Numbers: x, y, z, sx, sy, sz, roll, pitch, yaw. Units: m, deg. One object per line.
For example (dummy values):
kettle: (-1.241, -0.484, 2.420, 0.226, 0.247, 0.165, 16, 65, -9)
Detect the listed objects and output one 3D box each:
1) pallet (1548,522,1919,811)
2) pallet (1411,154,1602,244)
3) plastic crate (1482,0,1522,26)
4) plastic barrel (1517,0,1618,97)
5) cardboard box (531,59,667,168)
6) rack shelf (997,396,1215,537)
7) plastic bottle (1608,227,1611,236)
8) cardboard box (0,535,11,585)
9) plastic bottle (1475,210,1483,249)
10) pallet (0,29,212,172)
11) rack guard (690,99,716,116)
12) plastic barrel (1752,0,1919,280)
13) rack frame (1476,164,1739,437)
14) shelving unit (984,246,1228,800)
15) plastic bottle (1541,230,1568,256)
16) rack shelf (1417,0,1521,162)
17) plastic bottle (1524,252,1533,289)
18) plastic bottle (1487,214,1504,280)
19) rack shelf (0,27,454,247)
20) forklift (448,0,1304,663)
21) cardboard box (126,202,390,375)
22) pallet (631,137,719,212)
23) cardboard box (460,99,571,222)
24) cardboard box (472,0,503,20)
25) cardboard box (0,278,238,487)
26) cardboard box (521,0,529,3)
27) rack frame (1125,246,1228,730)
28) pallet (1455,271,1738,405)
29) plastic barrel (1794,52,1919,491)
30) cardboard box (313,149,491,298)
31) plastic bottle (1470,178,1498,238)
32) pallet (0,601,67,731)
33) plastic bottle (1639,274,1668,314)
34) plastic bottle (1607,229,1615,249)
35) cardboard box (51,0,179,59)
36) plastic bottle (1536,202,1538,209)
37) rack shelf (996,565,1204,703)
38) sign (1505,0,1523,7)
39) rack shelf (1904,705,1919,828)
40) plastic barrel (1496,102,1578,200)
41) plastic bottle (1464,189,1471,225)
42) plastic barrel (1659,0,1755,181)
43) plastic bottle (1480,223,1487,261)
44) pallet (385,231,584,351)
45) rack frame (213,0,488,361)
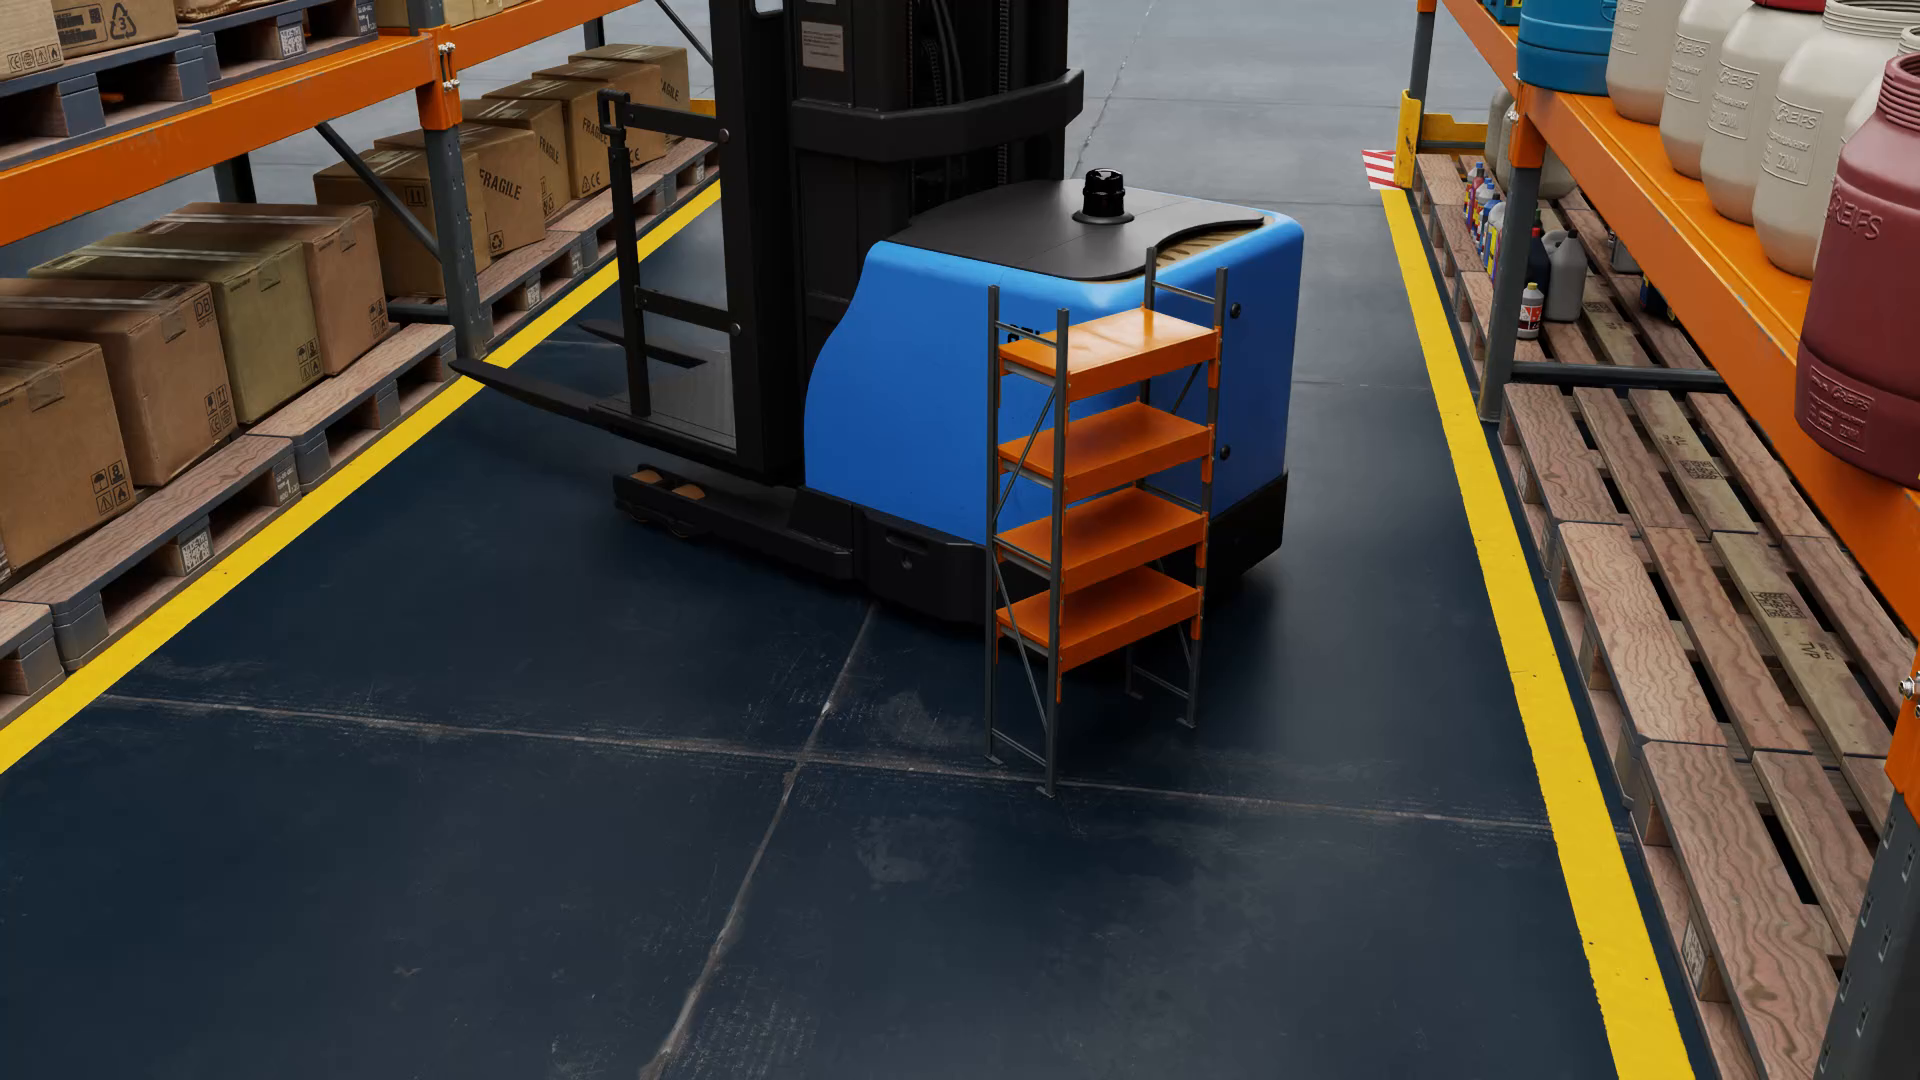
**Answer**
pallet: (2.146, 0.325, 4.306, 1.003, 0.211, 1.213, 4, 25, 9)
pallet: (2.983, -1.816, 8.880, 1.003, 0.211, 1.213, 4, 25, 9)
plastic crate: (2.346, -2.195, 6.576, 0.499, 0.251, 0.616, 4, 25, 9)
plastic barrel: (2.071, -1.867, 5.109, 0.600, 0.901, 0.708, 4, 25, 9)
cardboard box: (-1.982, -2.342, 9.169, 0.500, 0.500, 0.500, 11, 27, 22)
rack shelf: (0.330, -0.178, 3.845, 0.480, 0.148, 0.258, -20, 31, -36)
plastic bottle: (3.046, -1.527, 7.660, 0.061, 0.283, 0.133, 4, 25, 9)
cardboard box: (-2.939, -0.032, 4.210, 0.700, 0.500, 0.500, 2, 25, 4)
plastic bottle: (2.395, -1.422, 7.531, 0.097, 0.201, 0.097, 0, 25, 0)
pallet: (-2.824, -1.194, 4.490, 1.003, 0.211, 1.213, 4, 25, 9)
rack guard: (-1.812, -2.633, 10.284, 1.175, 0.500, 0.348, 4, 25, 9)
plastic barrel: (1.806, -0.779, 3.245, 0.421, 0.512, 0.421, 0, 25, 0)
rack frame: (2.433, -1.780, 5.515, 1.000, 3.000, 0.127, 4, 25, 9)
shelving unit: (0.330, -0.036, 3.912, 0.503, 1.200, 0.258, -20, 31, -36)
plastic bottle: (2.436, -1.116, 6.789, 0.152, 0.276, 0.135, 4, 25, 9)
rack shelf: (2.760, -2.291, 7.455, 1.077, 0.370, 4.000, 4, 25, 9)
plastic bottle: (2.186, -0.973, 6.476, 0.061, 0.283, 0.133, 5, 26, 11)
plastic bottle: (2.338, -1.285, 7.062, 0.144, 0.351, 0.185, 4, 25, 8)
rack shelf: (-2.780, -0.961, 4.614, 1.077, 0.370, 4.000, 4, 25, 9)
forklift: (-0.490, -1.491, 4.978, 3.031, 2.935, 1.130, 18, 31, 34)
cardboard box: (-2.575, -0.935, 6.140, 0.700, 0.500, 0.500, 2, 25, 4)
pallet: (-1.980, -2.164, 9.625, 1.003, 0.211, 1.213, 4, 25, 9)
cardboard box: (-2.238, -1.851, 8.120, 0.500, 0.500, 0.500, 2, 25, 4)
cardboard box: (-2.068, -2.182, 6.671, 0.380, 0.149, 0.250, 4, 25, 9)
cardboard box: (-2.762, -0.503, 5.216, 0.700, 0.500, 0.500, 2, 25, 4)
cardboard box: (-2.023, -2.394, 7.123, 0.380, 0.149, 0.250, 4, 25, 9)
rack frame: (0.517, -0.102, 4.054, 0.015, 1.200, 0.240, -20, 31, -36)
pallet: (2.584, -0.795, 6.700, 1.003, 0.211, 1.213, 4, 25, 9)
plastic barrel: (1.556, -0.384, 2.372, 0.600, 0.536, 0.708, 4, 25, 9)
cardboard box: (-2.348, -1.346, 7.041, 0.500, 0.500, 0.500, 3, 25, 7)
plastic bottle: (2.427, -1.537, 7.694, 0.097, 0.271, 0.097, 0, 25, 0)
pallet: (-2.978, 0.486, 3.963, 1.003, 0.211, 1.213, 4, 25, 9)
plastic bottle: (2.832, -1.099, 6.665, 0.144, 0.351, 0.185, 4, 25, 9)
plastic bottle: (3.002, -1.426, 7.540, 0.097, 0.201, 0.097, 0, 25, 0)
cardboard box: (-2.645, -1.629, 4.575, 0.797, 0.503, 0.637, 7, 26, 14)
plastic bottle: (2.474, -1.315, 7.205, 0.061, 0.283, 0.133, 4, 25, 9)
rack shelf: (0.330, 0.205, 4.024, 0.480, 0.148, 0.258, -20, 31, -36)
sign: (1.892, -1.948, 5.548, 0.100, 0.325, 0.005, 4, 25, 9)
rack shelf: (1.453, 1.055, 0.307, 1.077, 0.370, 4.000, 4, 25, 9)
plastic barrel: (2.973, -2.027, 8.480, 0.421, 0.512, 0.421, 0, 25, 0)
plastic bottle: (2.466, -1.605, 7.923, 0.097, 0.201, 0.097, 0, 25, 0)
plastic barrel: (1.941, -1.150, 4.008, 0.433, 0.535, 0.433, 0, 25, 0)
plastic bottle: (2.361, -1.336, 7.348, 0.097, 0.201, 0.097, 0, 25, 0)
pallet: (-2.378, -1.144, 7.445, 1.003, 0.211, 1.213, 4, 25, 9)
rack frame: (-2.453, -2.123, 6.248, 1.000, 3.000, 0.127, 4, 25, 9)
